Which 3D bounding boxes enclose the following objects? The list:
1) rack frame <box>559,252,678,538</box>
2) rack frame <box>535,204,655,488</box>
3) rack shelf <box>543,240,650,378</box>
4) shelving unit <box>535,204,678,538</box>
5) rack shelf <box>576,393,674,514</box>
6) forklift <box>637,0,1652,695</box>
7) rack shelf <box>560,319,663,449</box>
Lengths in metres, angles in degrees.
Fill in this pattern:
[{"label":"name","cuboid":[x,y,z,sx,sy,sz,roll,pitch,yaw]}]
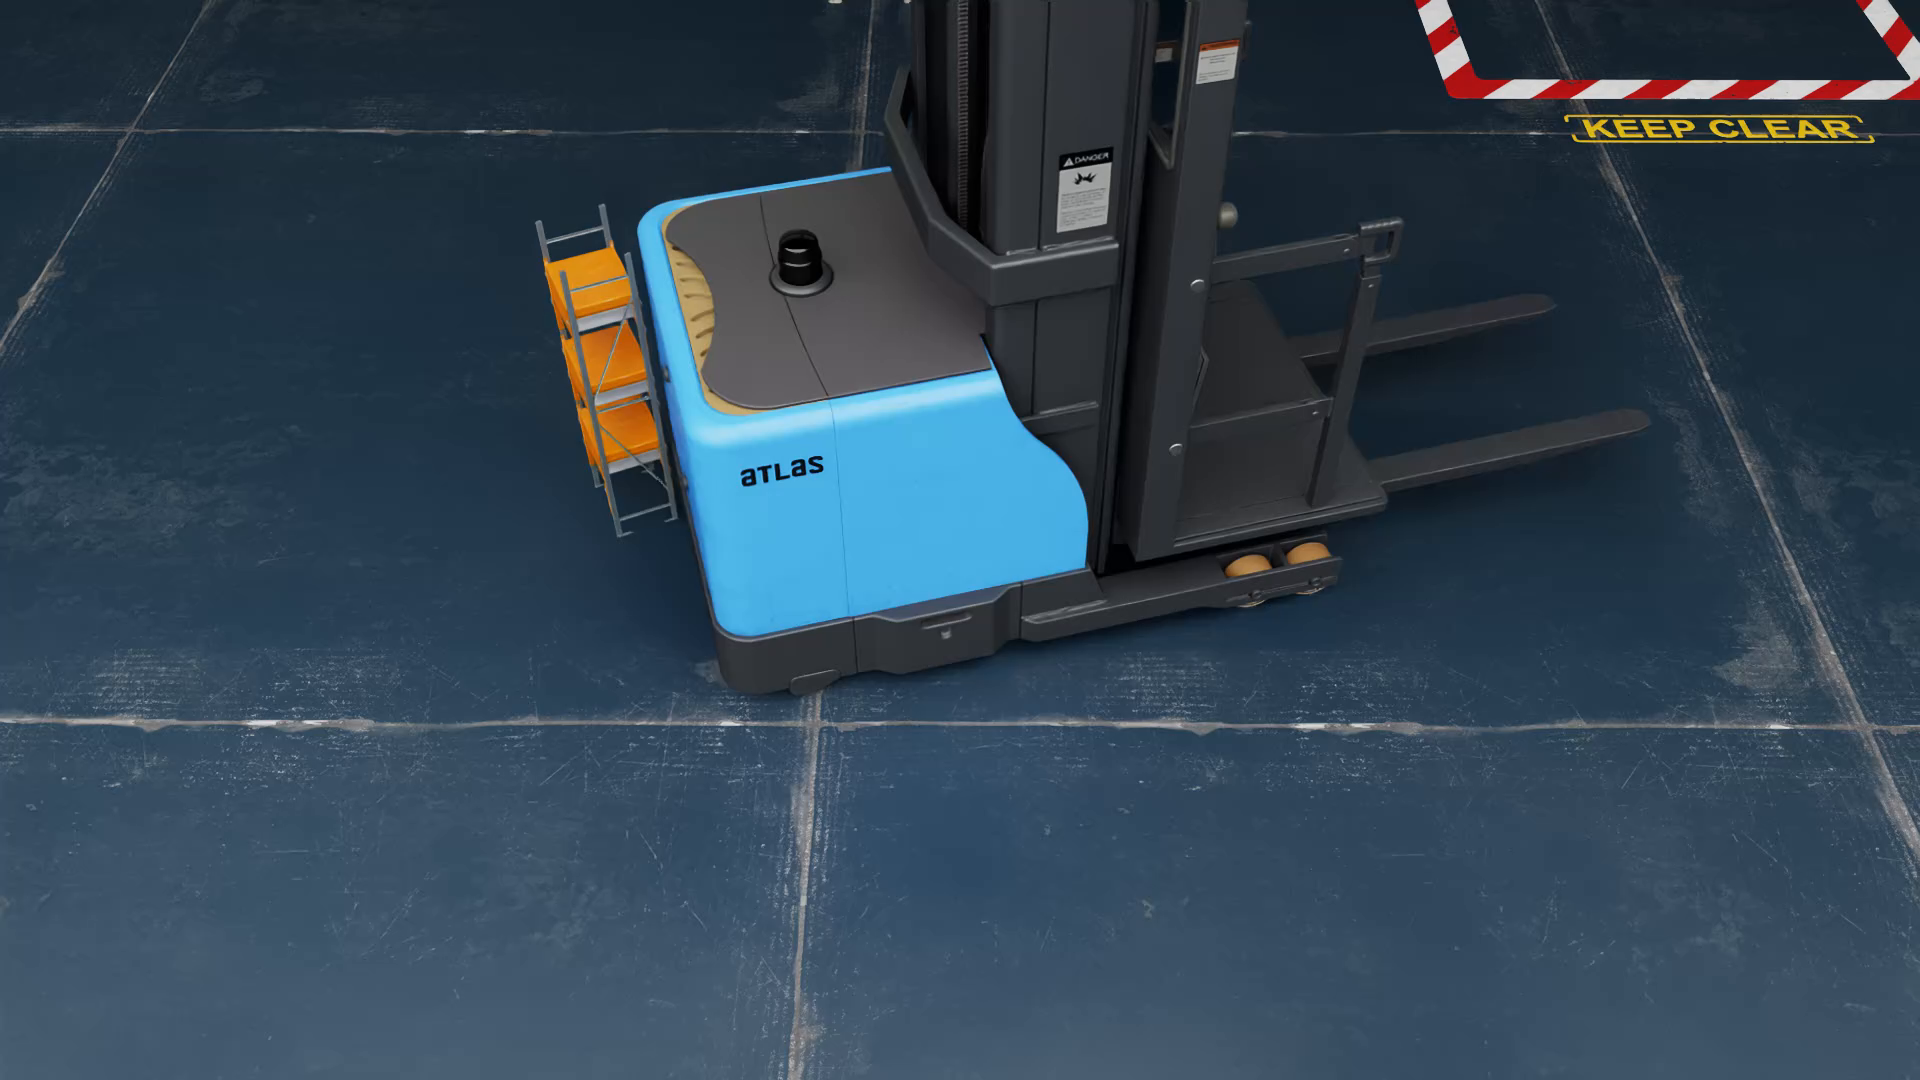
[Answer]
[{"label":"rack frame","cuboid":[-0.992,-0.397,4.902,0.200,1.050,0.008,-19,50,-17]},{"label":"rack frame","cuboid":[-1.094,-0.559,5.053,0.200,1.050,0.008,-19,50,-17]},{"label":"rack shelf","cuboid":[-1.043,-0.664,4.778,0.215,0.259,0.240,-19,50,-17]},{"label":"shelving unit","cuboid":[-1.043,-0.478,4.978,0.215,1.050,0.252,-19,50,-17]},{"label":"rack shelf","cuboid":[-1.043,-0.281,5.189,0.215,0.259,0.240,-19,50,-17]},{"label":"forklift","cuboid":[0.658,-1.157,4.325,3.031,2.935,1.130,-11,48,-11]},{"label":"rack shelf","cuboid":[-1.043,-0.471,4.985,0.215,0.259,0.240,-19,50,-17]}]
